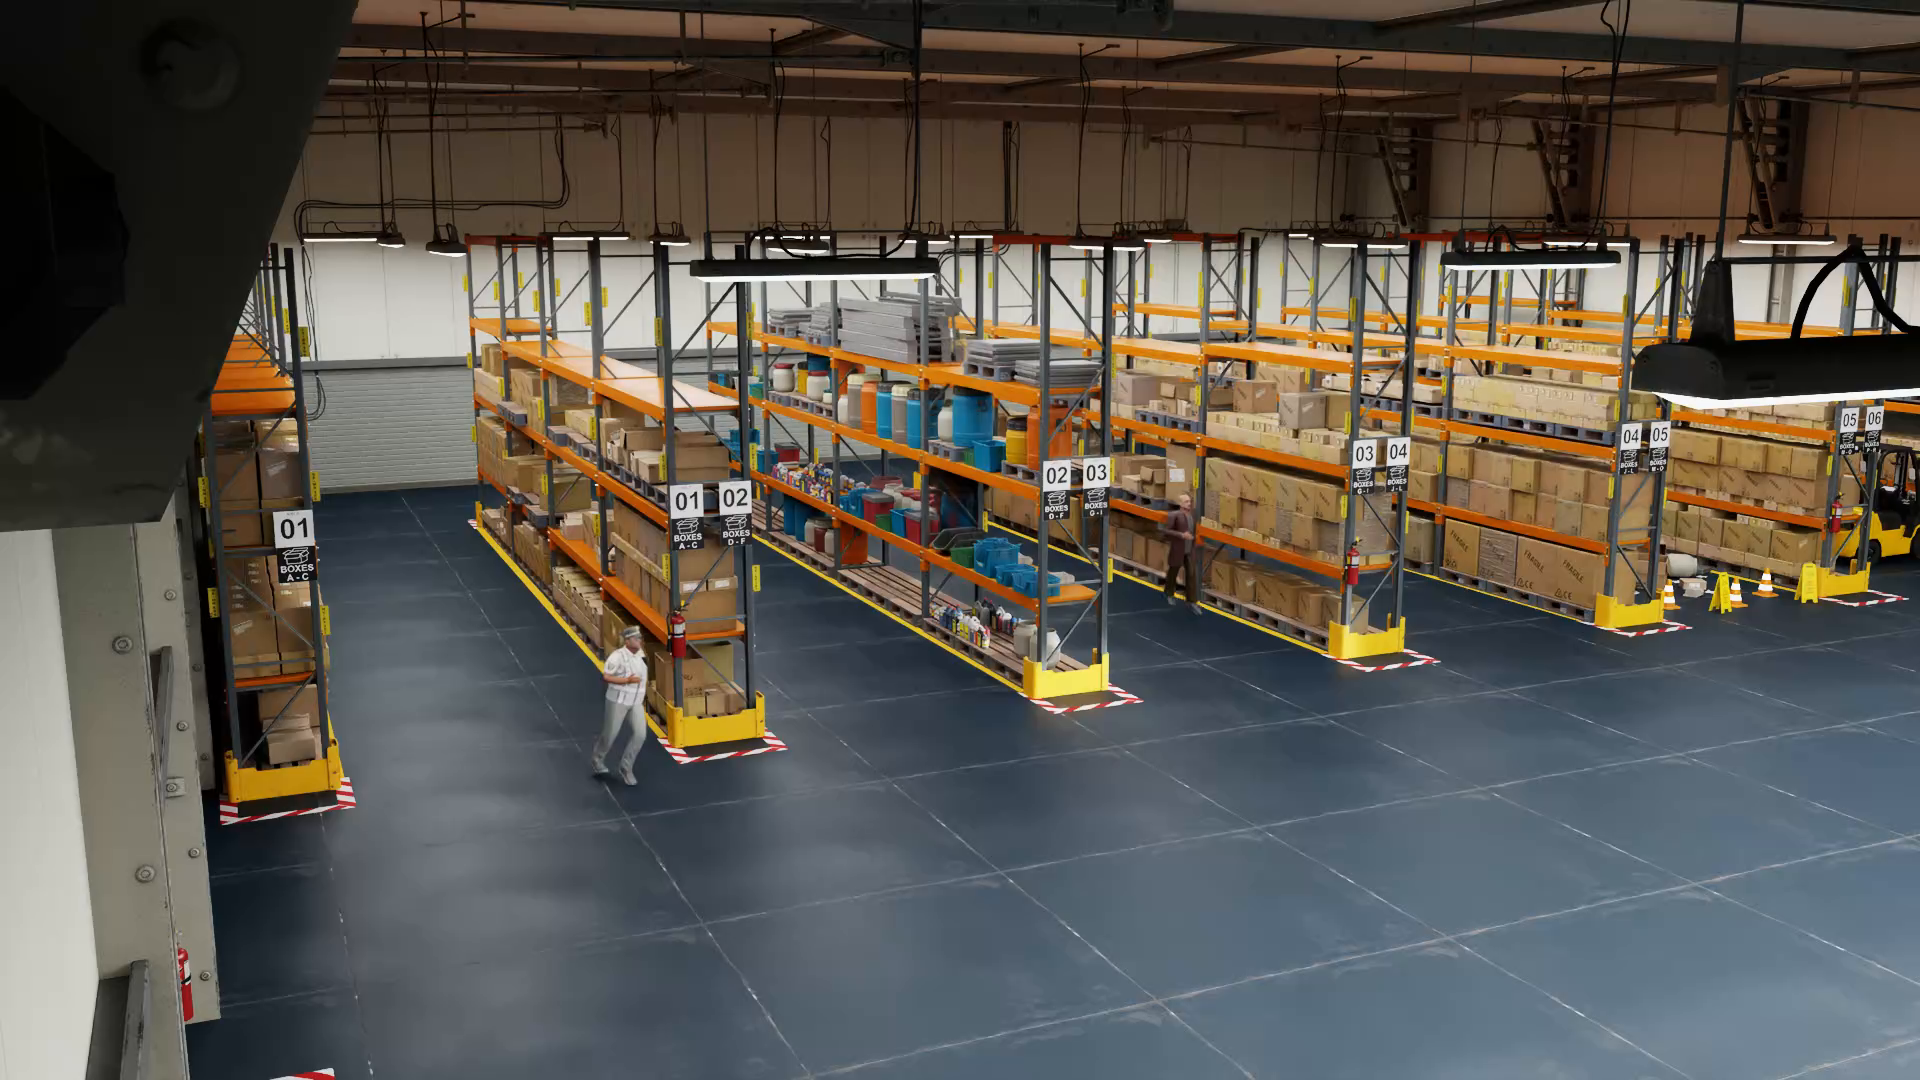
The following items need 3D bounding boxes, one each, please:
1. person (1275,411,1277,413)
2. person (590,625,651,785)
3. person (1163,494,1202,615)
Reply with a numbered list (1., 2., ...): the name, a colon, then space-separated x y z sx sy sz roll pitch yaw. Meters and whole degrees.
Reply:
1. person: 8.424 -2.936 43.854 0.608 1.688 0.684 1 11 6
2. person: -3.811 1.860 19.031 0.749 1.814 0.677 11 15 43
3. person: 3.448 0.198 25.934 0.688 1.853 0.850 -5 12 -23
